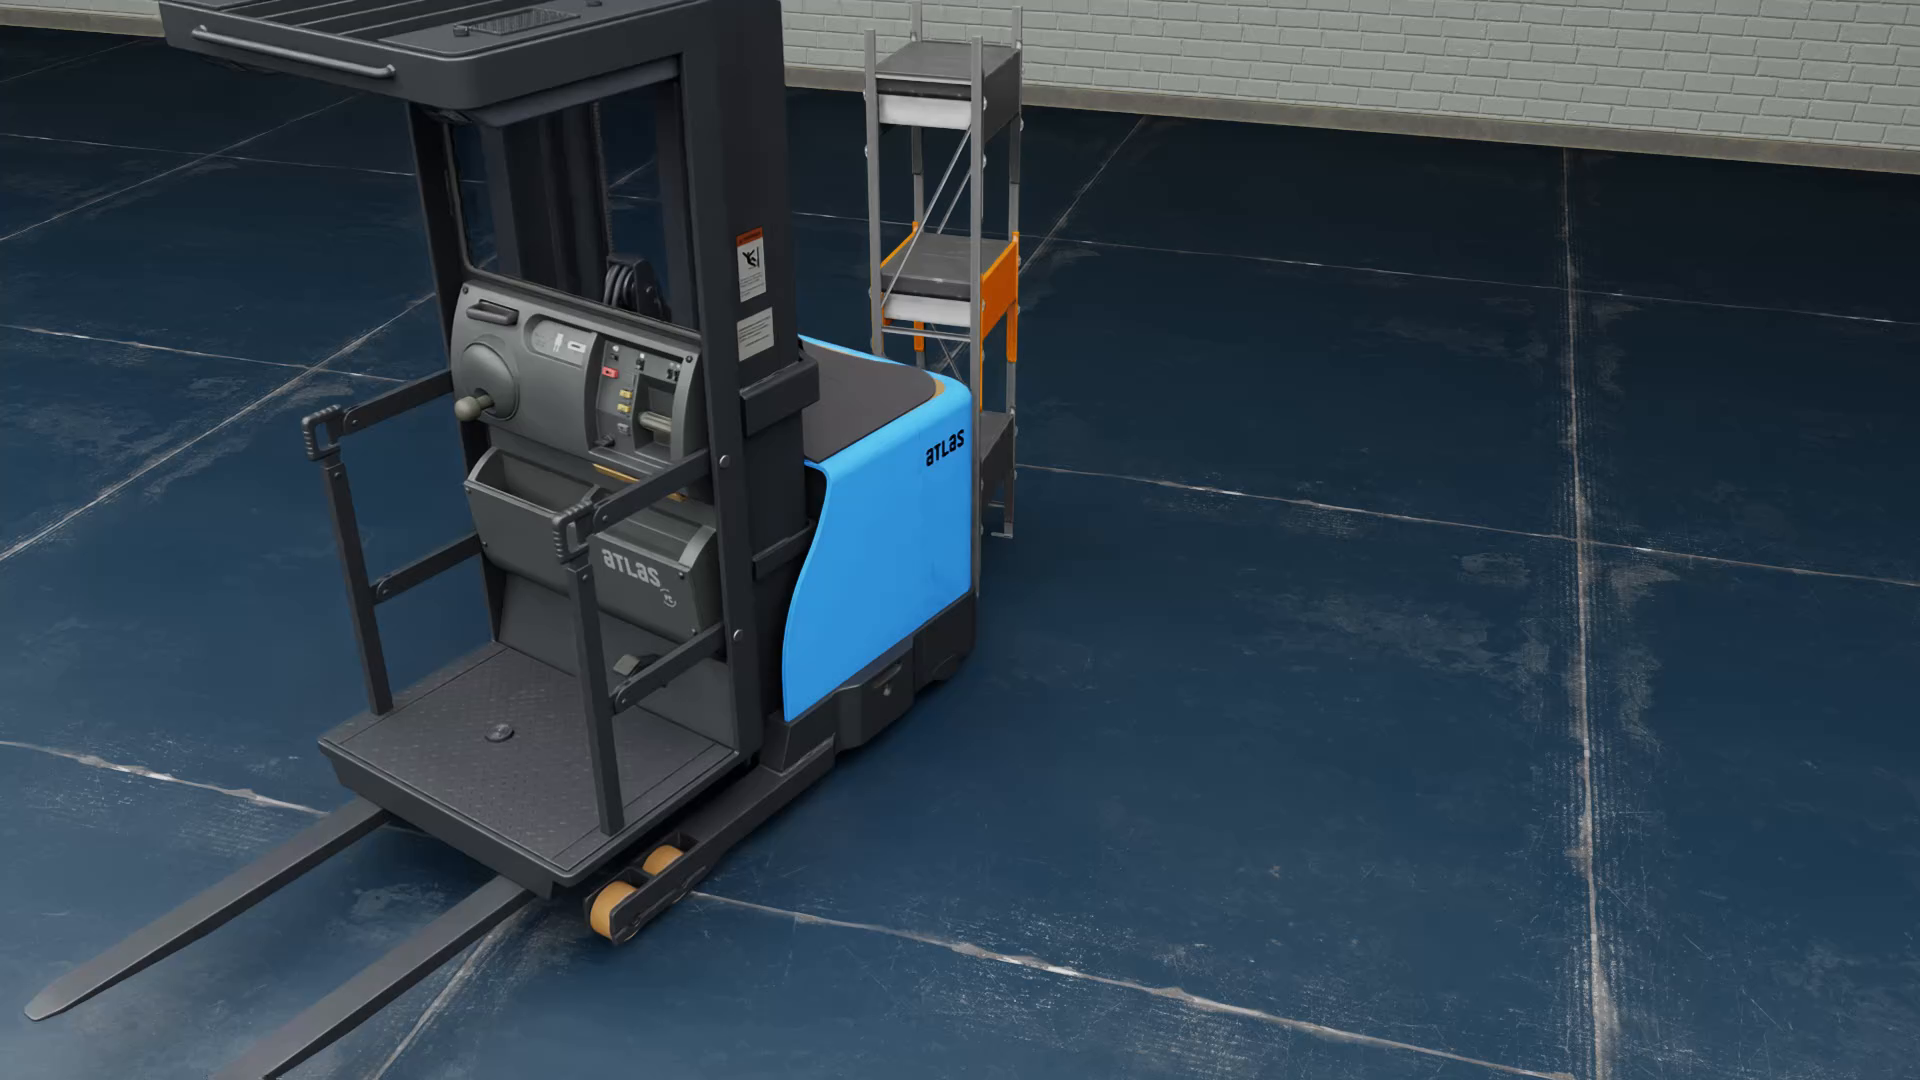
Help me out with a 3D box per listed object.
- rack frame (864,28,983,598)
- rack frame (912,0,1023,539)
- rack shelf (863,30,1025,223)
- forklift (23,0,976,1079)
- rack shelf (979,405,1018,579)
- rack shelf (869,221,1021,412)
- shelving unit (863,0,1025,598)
[{"bbox_3d":[-0.120,-0.727,5.897,0.400,2.100,0.015,8,30,15],"label":"rack frame"},{"bbox_3d":[0.023,-0.954,6.305,0.400,2.100,0.015,8,30,15],"label":"rack frame"},{"bbox_3d":[-0.049,-1.440,5.768,0.431,0.518,0.480,8,30,15],"label":"rack shelf"},{"bbox_3d":[-1.206,-0.412,4.476,1.130,2.935,3.031,19,34,30],"label":"forklift"},{"bbox_3d":[-0.049,-0.217,6.448,0.431,0.518,0.480,8,30,15],"label":"rack shelf"},{"bbox_3d":[-0.049,-0.829,6.108,0.431,0.518,0.480,8,30,15],"label":"rack shelf"},{"bbox_3d":[-0.049,-0.841,6.101,0.431,2.100,0.503,8,30,15],"label":"shelving unit"}]
